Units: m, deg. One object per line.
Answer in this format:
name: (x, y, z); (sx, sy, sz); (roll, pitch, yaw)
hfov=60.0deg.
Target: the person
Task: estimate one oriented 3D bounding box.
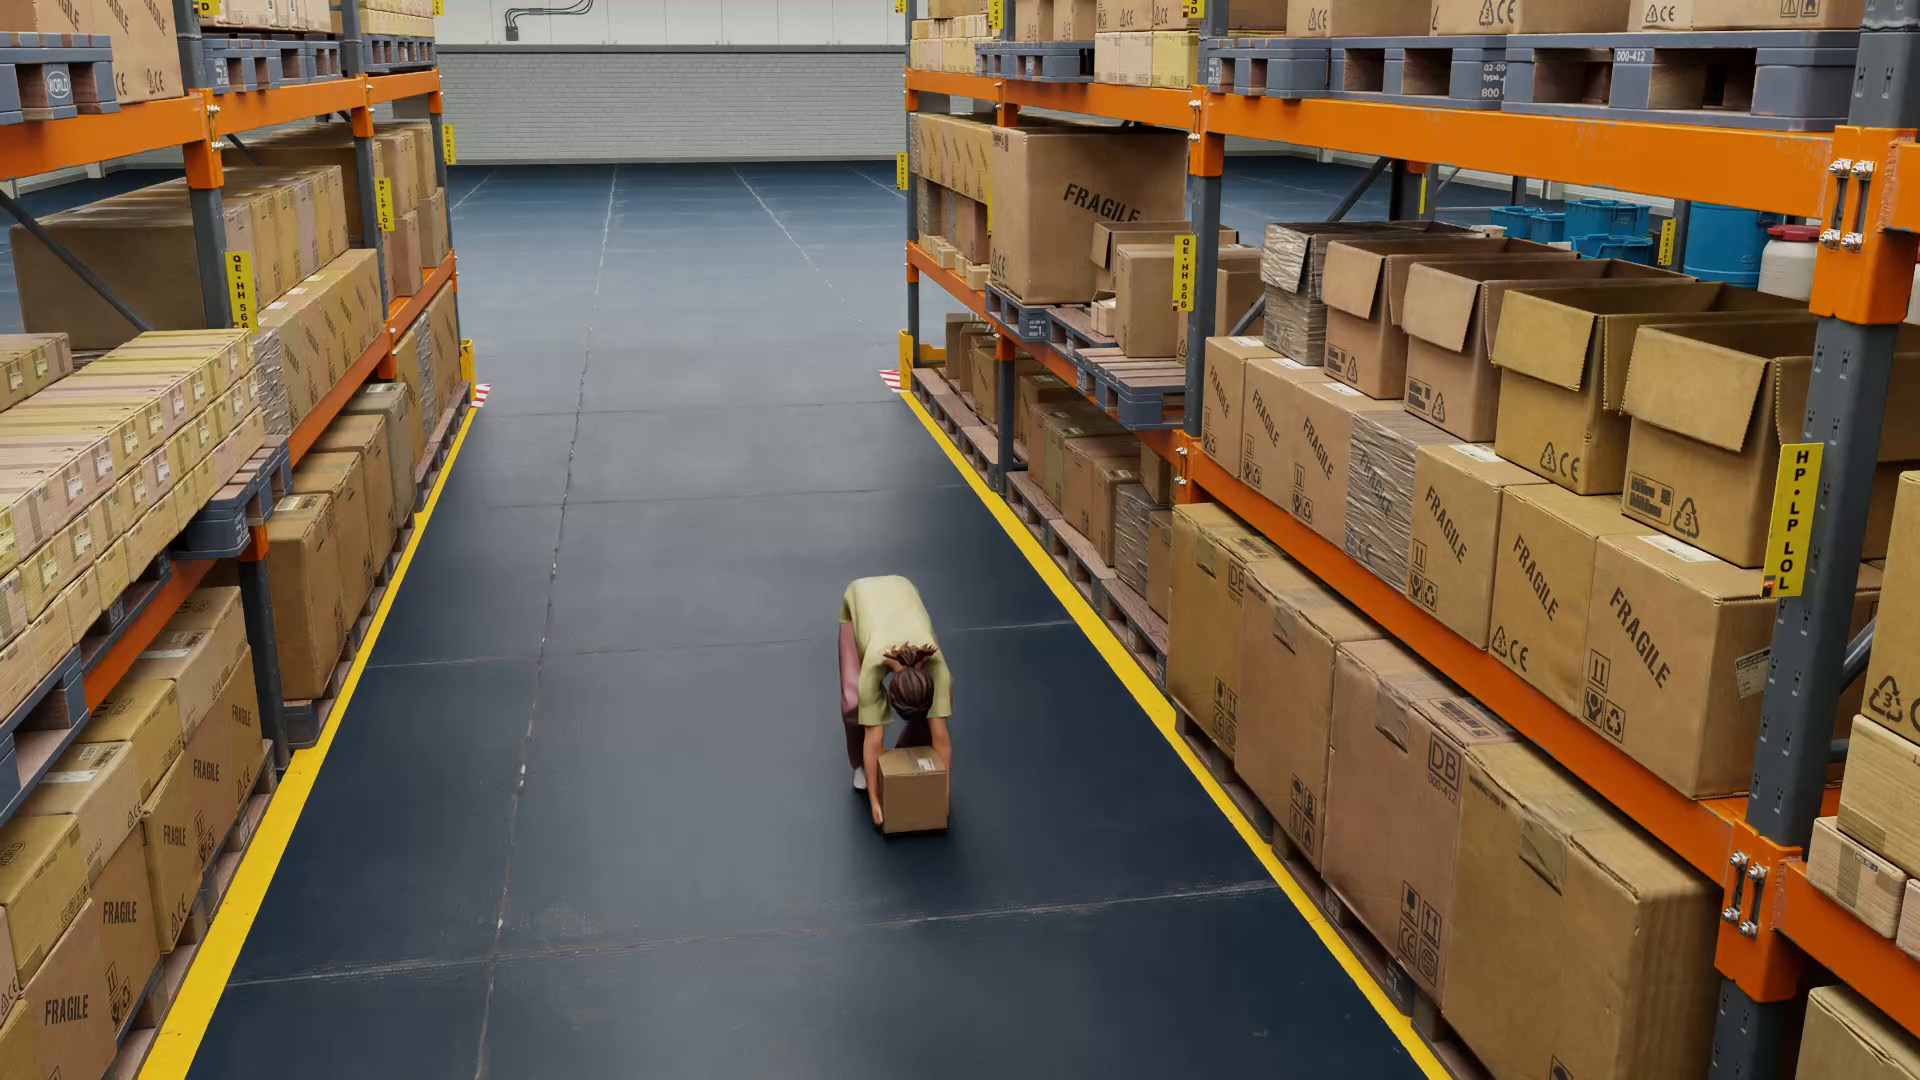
person: (-0.261, 0.638, 6.805); (0.461, 0.864, 0.849); (-4, 17, -13)
